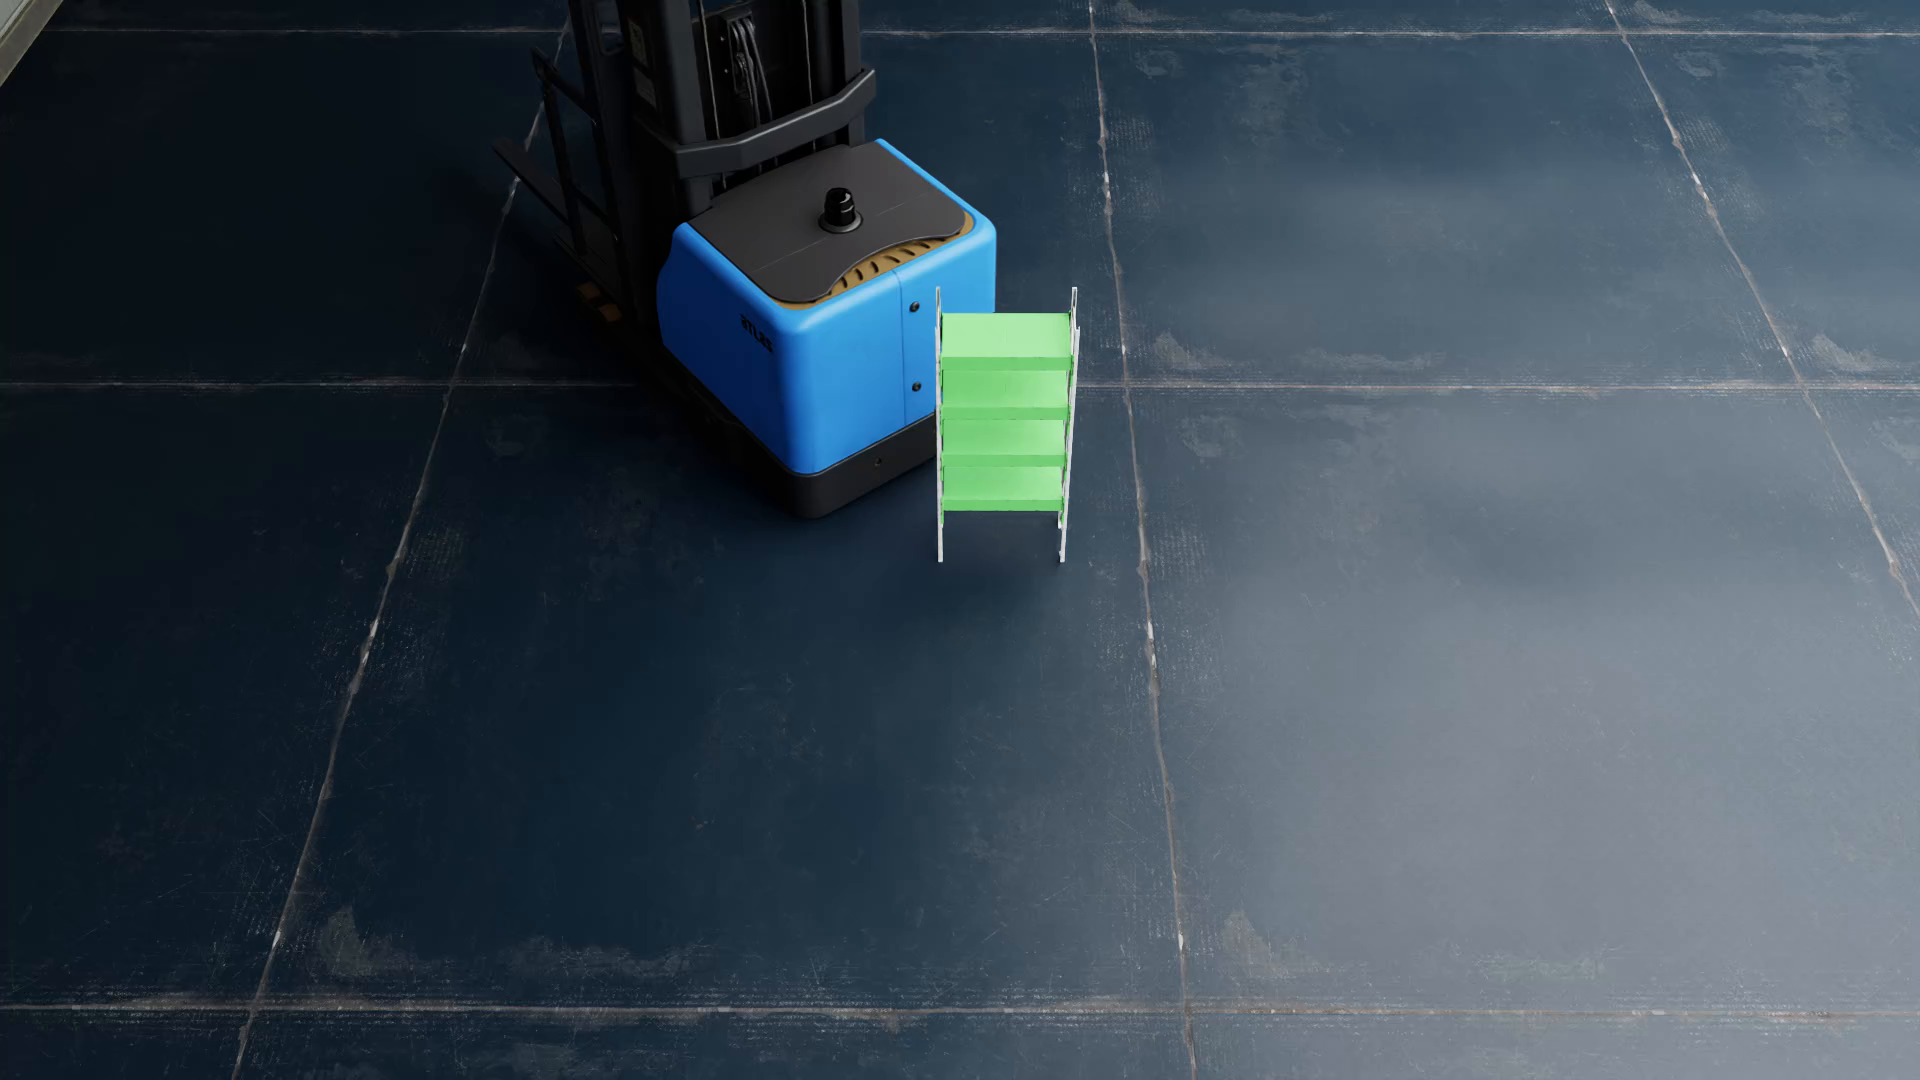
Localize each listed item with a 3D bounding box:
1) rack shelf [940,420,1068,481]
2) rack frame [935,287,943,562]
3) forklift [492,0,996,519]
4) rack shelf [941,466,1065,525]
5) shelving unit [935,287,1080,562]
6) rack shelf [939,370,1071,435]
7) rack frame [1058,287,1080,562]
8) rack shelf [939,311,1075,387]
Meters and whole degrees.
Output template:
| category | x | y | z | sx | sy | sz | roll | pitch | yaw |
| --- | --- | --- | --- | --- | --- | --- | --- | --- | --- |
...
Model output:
| category | x | y | z | sx | sy | sz | roll | pitch | yaw |
| --- | --- | --- | --- | --- | --- | --- | --- | --- | --- |
| rack shelf | 0.166 | -0.365 | 6.357 | 0.480 | 0.148 | 0.258 | 0 | 47 | 0 |
| rack frame | -0.078 | -0.409 | 6.311 | 0.015 | 1.200 | 0.240 | 0 | 47 | 0 |
| forklift | -1.145 | -2.114 | 6.715 | 1.130 | 2.935 | 3.031 | -30 | 54 | -25 |
| rack shelf | 0.166 | -0.201 | 6.533 | 0.480 | 0.148 | 0.258 | 0 | 47 | 0 |
| shelving unit | 0.166 | -0.408 | 6.310 | 0.503 | 1.200 | 0.258 | 0 | 47 | 0 |
| rack shelf | 0.166 | -0.528 | 6.181 | 0.480 | 0.148 | 0.258 | 0 | 47 | 0 |
| rack frame | 0.410 | -0.408 | 6.310 | 0.015 | 1.200 | 0.240 | 0 | 47 | 0 |
| rack shelf | 0.166 | -0.692 | 6.006 | 0.480 | 0.148 | 0.258 | 0 | 47 | 0 |
